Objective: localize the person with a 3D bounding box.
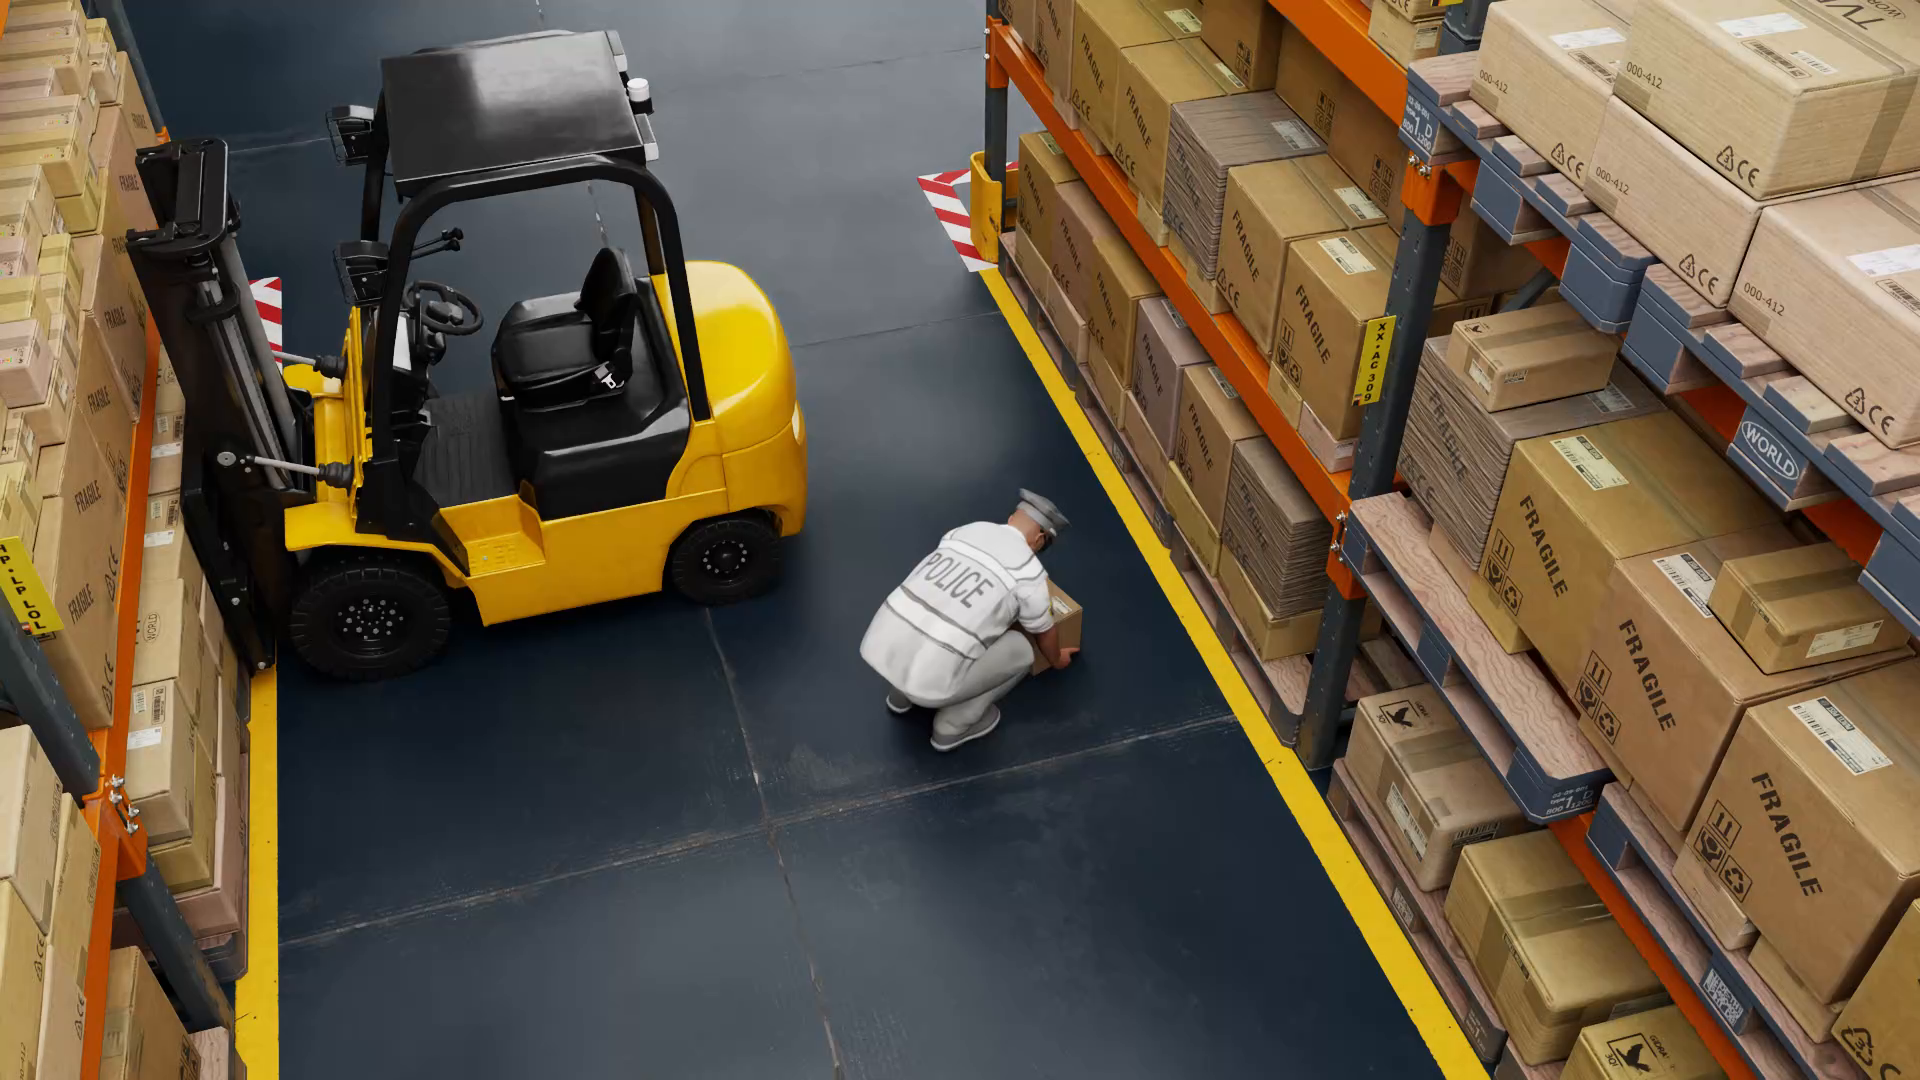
[{"bbox_3d":[0.061,0.336,6.550,1.000,0.877,0.540,-32,51,-30],"label":"person"}]
